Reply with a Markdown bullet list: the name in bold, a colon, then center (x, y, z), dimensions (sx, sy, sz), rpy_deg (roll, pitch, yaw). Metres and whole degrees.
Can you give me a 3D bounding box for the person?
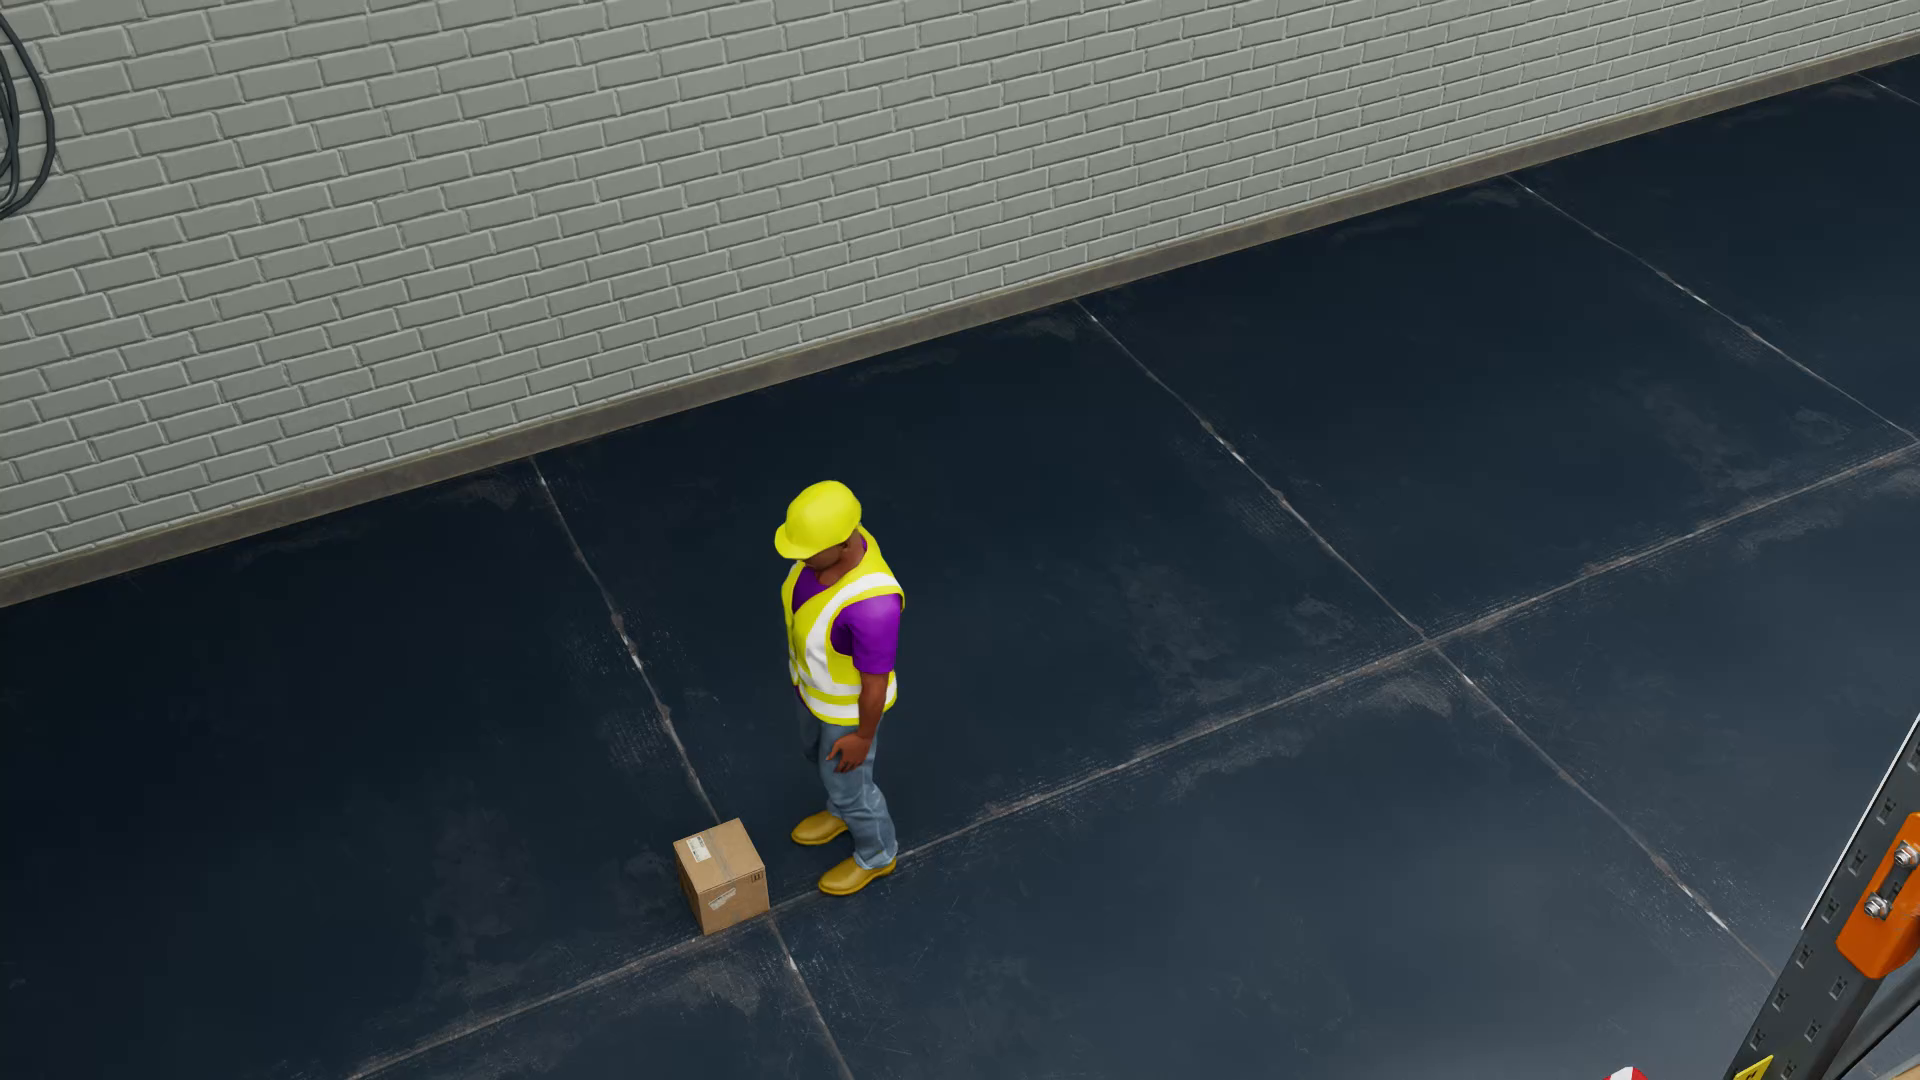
- **person**: center (-0.396, 0.499, 5.573), dimensions (0.368, 1.759, 0.568), rpy_deg (-18, 44, -20)
